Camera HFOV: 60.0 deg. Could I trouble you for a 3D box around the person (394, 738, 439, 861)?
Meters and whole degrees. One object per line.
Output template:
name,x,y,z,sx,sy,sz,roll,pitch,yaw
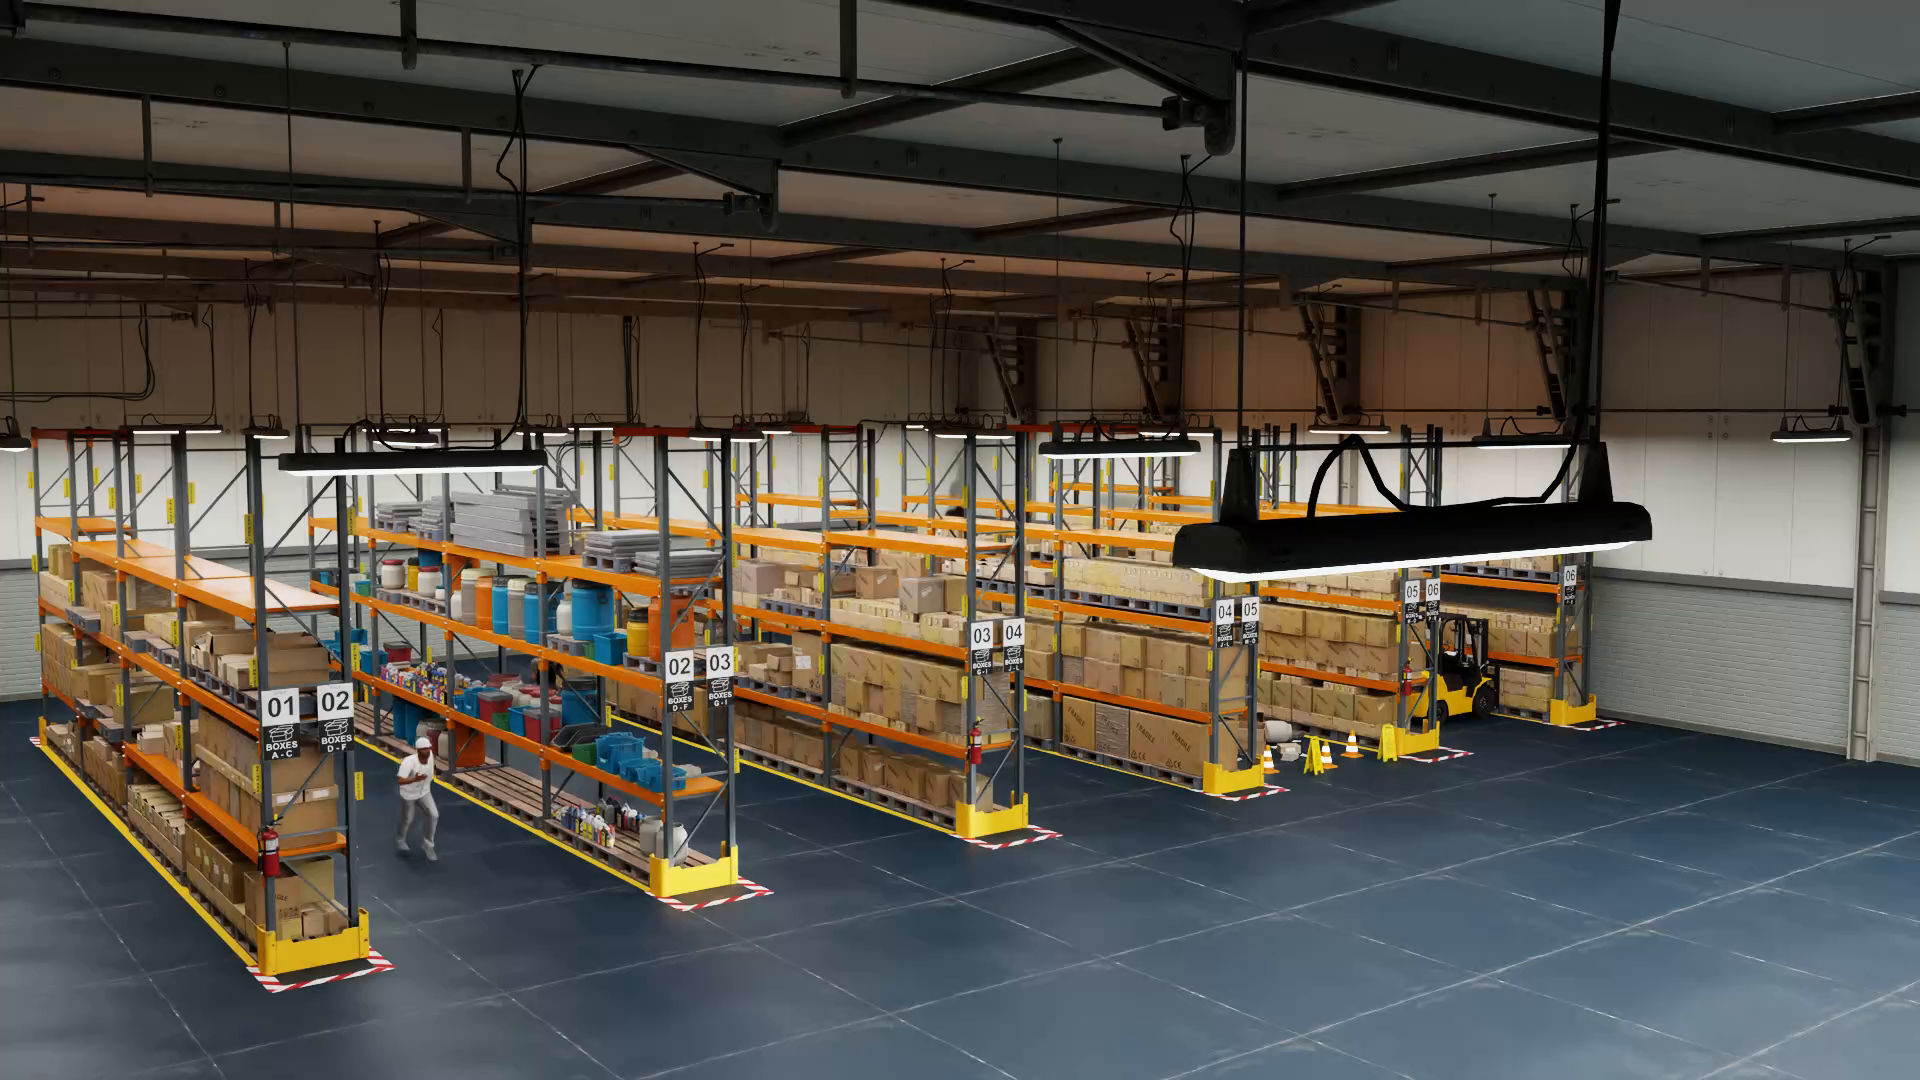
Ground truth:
person,-7.697,3.633,23.455,0.950,1.763,0.686,4,6,42

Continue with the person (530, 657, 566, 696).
person,-8.356,2.916,33.706,0.867,1.543,0.684,3,6,37
